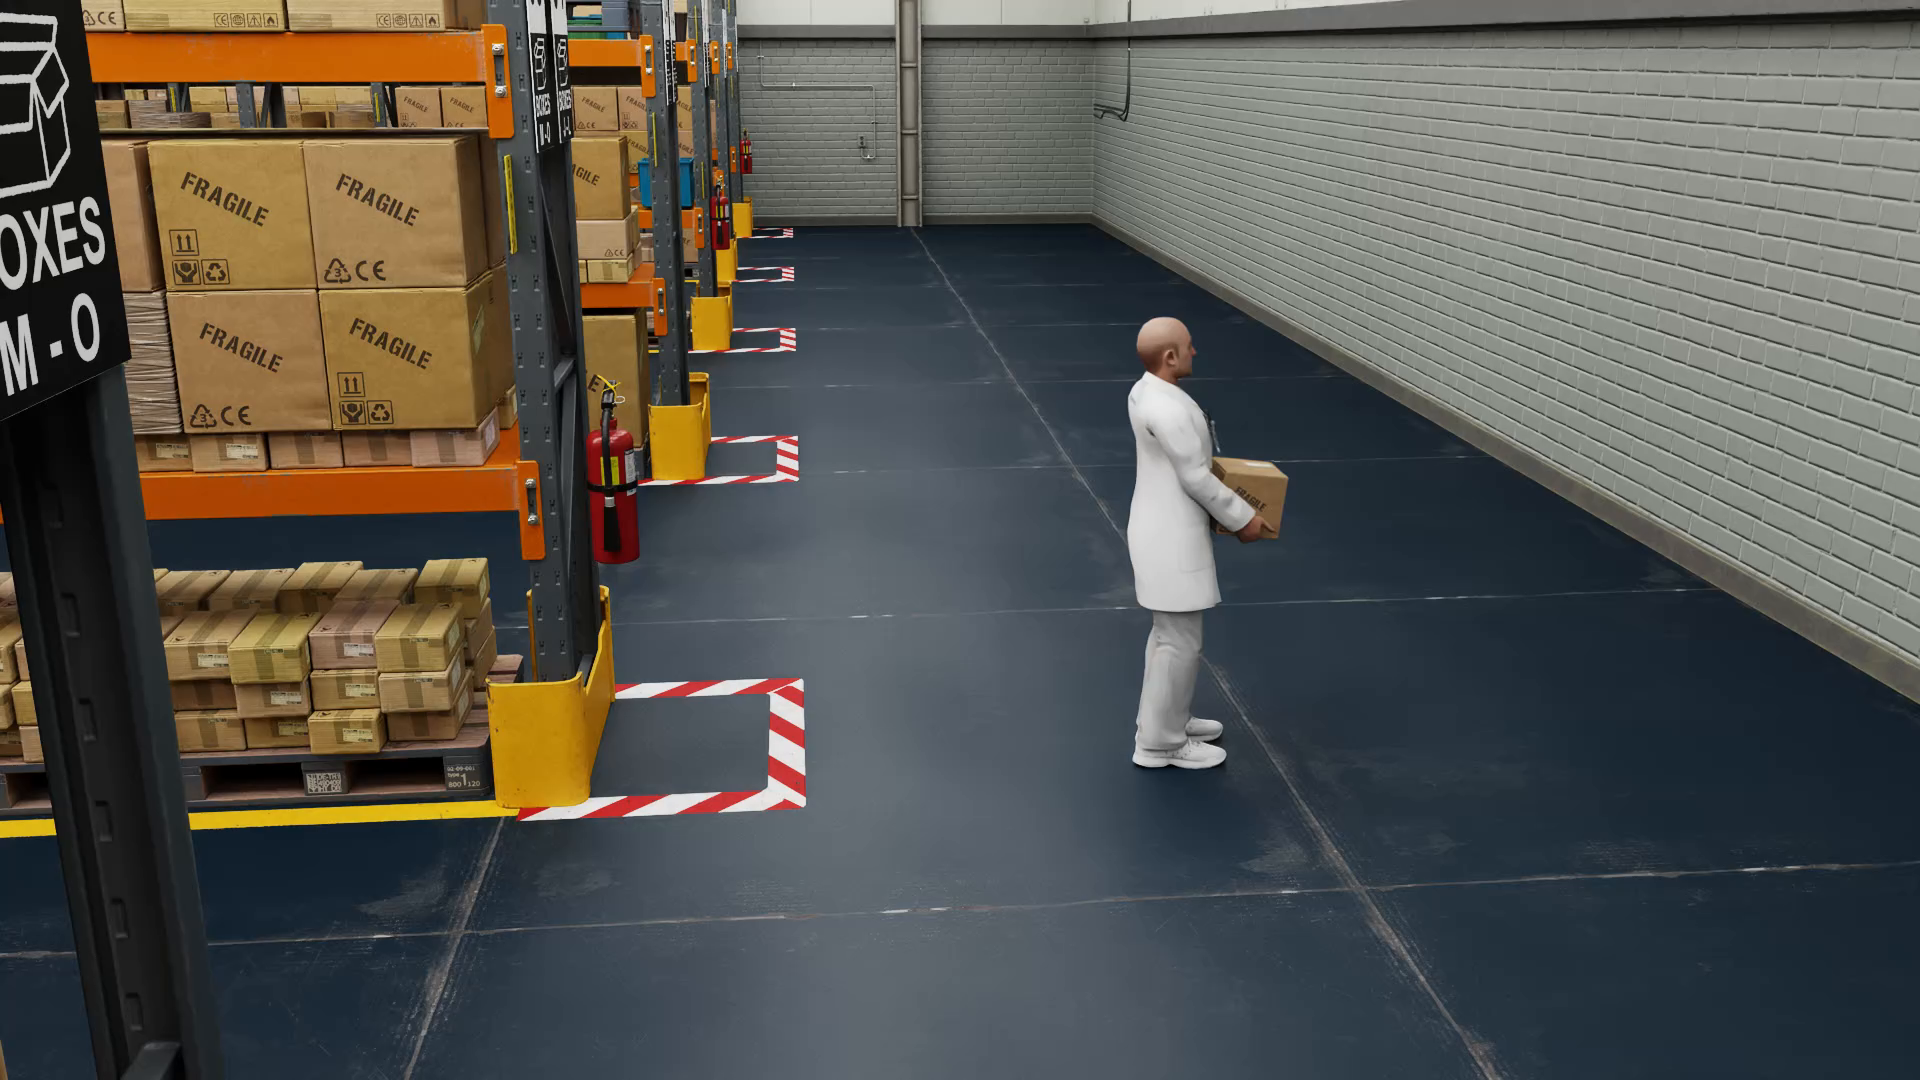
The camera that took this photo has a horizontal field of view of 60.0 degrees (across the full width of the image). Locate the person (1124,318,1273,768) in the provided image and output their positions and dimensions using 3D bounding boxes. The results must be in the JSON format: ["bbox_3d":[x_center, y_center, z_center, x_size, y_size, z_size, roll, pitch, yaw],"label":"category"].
[{"bbox_3d":[0.918,0.006,6.553,0.555,1.769,0.530,-2,17,-5],"label":"person"}]
